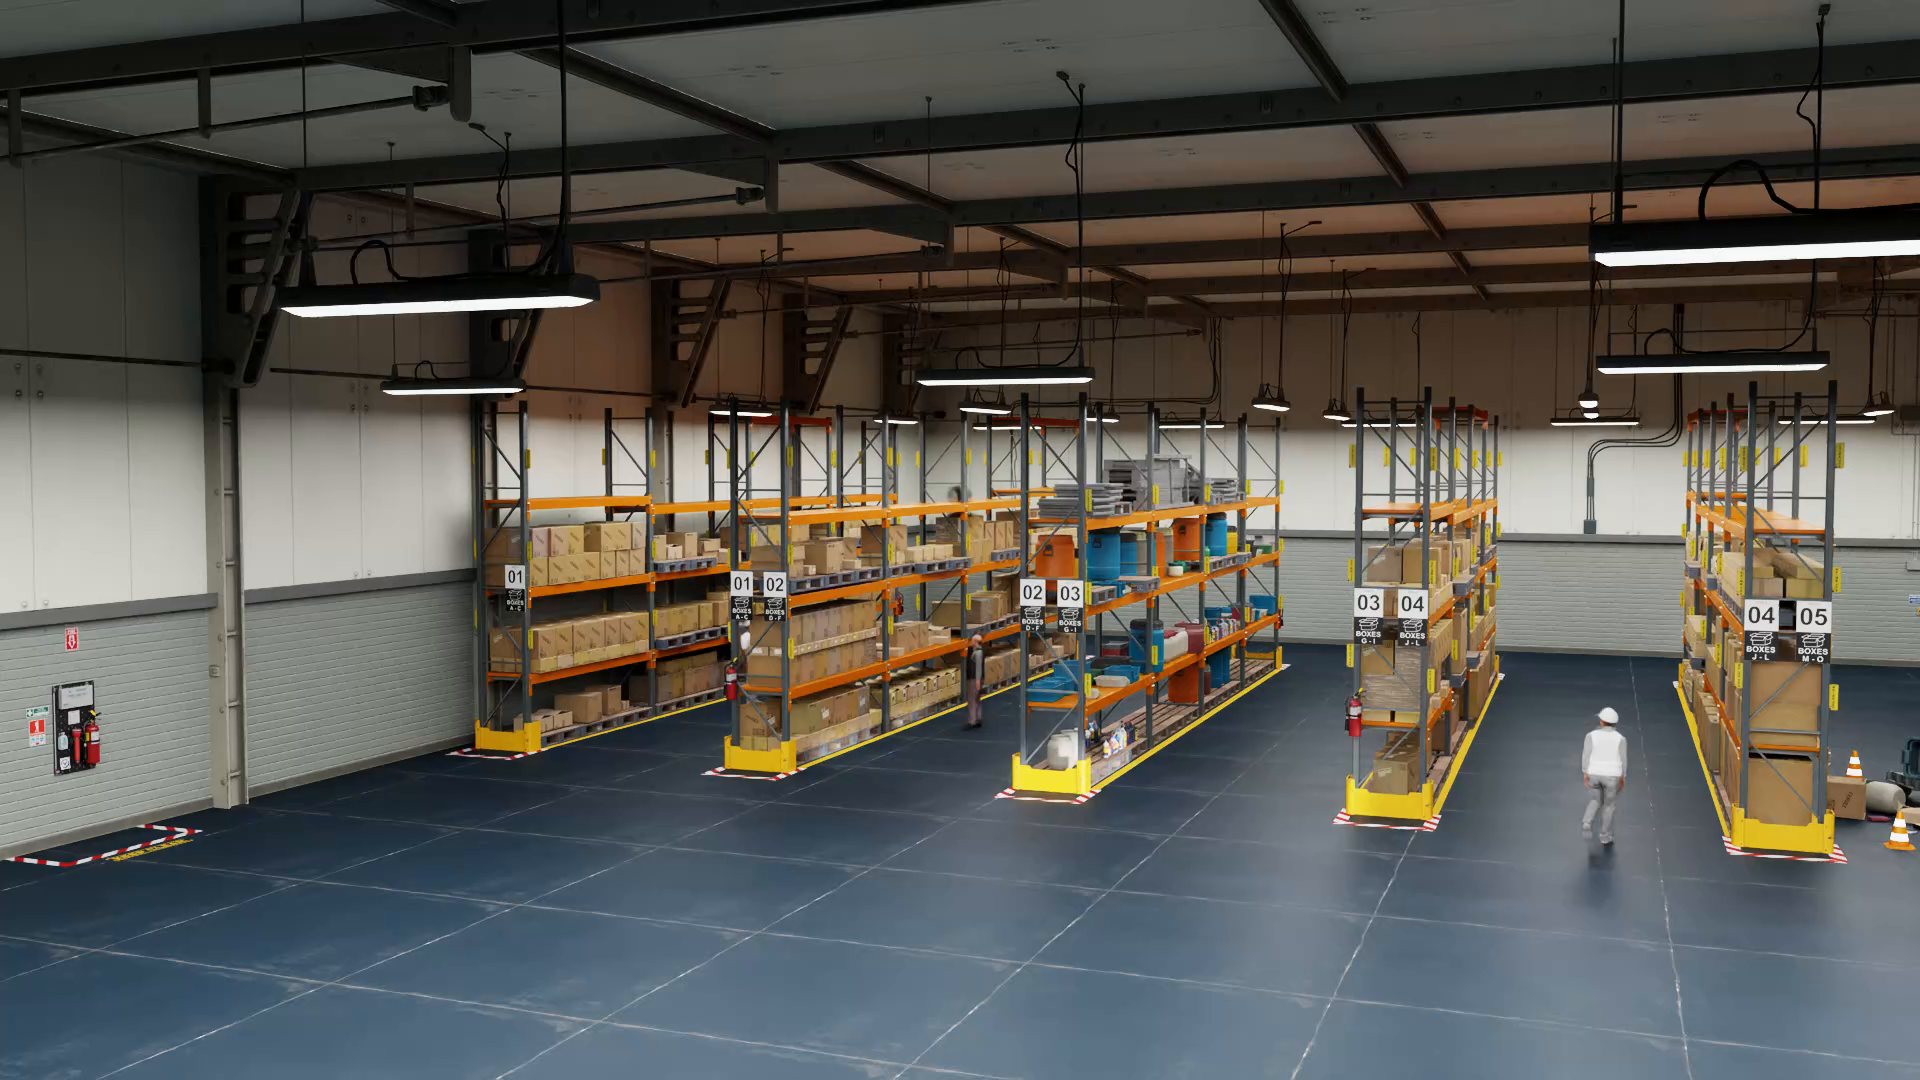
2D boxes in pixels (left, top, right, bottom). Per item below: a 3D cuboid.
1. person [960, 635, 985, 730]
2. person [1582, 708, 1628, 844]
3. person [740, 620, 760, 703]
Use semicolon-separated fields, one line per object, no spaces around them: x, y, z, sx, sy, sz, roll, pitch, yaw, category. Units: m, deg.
0.239;2.638;30.918;0.451;1.730;0.639;0;3;4;person
8.343;3.053;21.532;0.526;1.766;0.499;-2;4;-41;person
-4.232;2.471;33.807;0.358;1.768;0.622;2;3;31;person
